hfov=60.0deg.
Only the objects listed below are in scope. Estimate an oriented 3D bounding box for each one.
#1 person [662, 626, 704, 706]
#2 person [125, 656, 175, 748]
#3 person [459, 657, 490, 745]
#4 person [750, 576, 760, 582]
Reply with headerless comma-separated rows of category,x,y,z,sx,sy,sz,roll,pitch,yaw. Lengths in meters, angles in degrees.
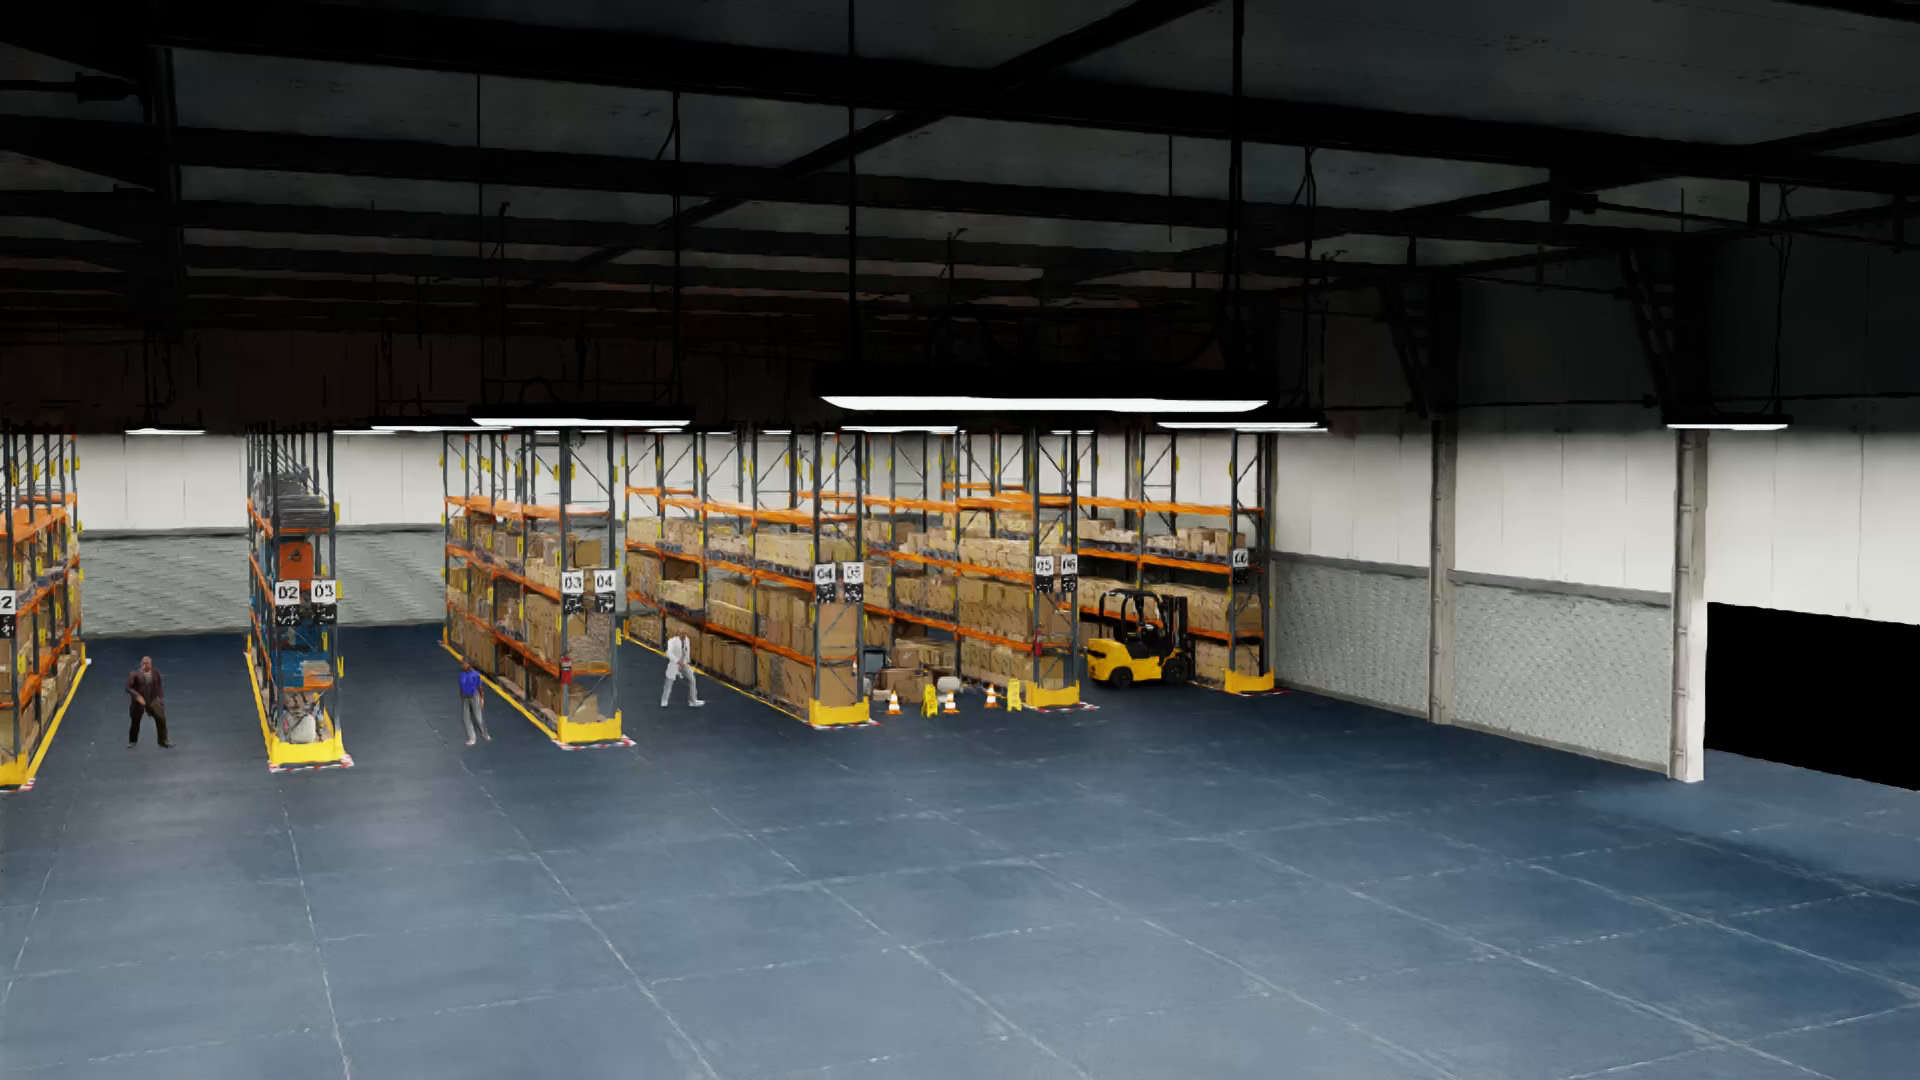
person,-5.947,2.658,35.174,0.736,1.715,0.896,-3,5,-40
person,-14.872,2.956,30.375,0.737,1.714,0.888,-3,5,-42
person,-9.038,2.970,30.944,0.520,1.644,0.523,1,4,12
person,-6.051,1.812,49.264,0.537,1.673,0.569,-3,5,-40
